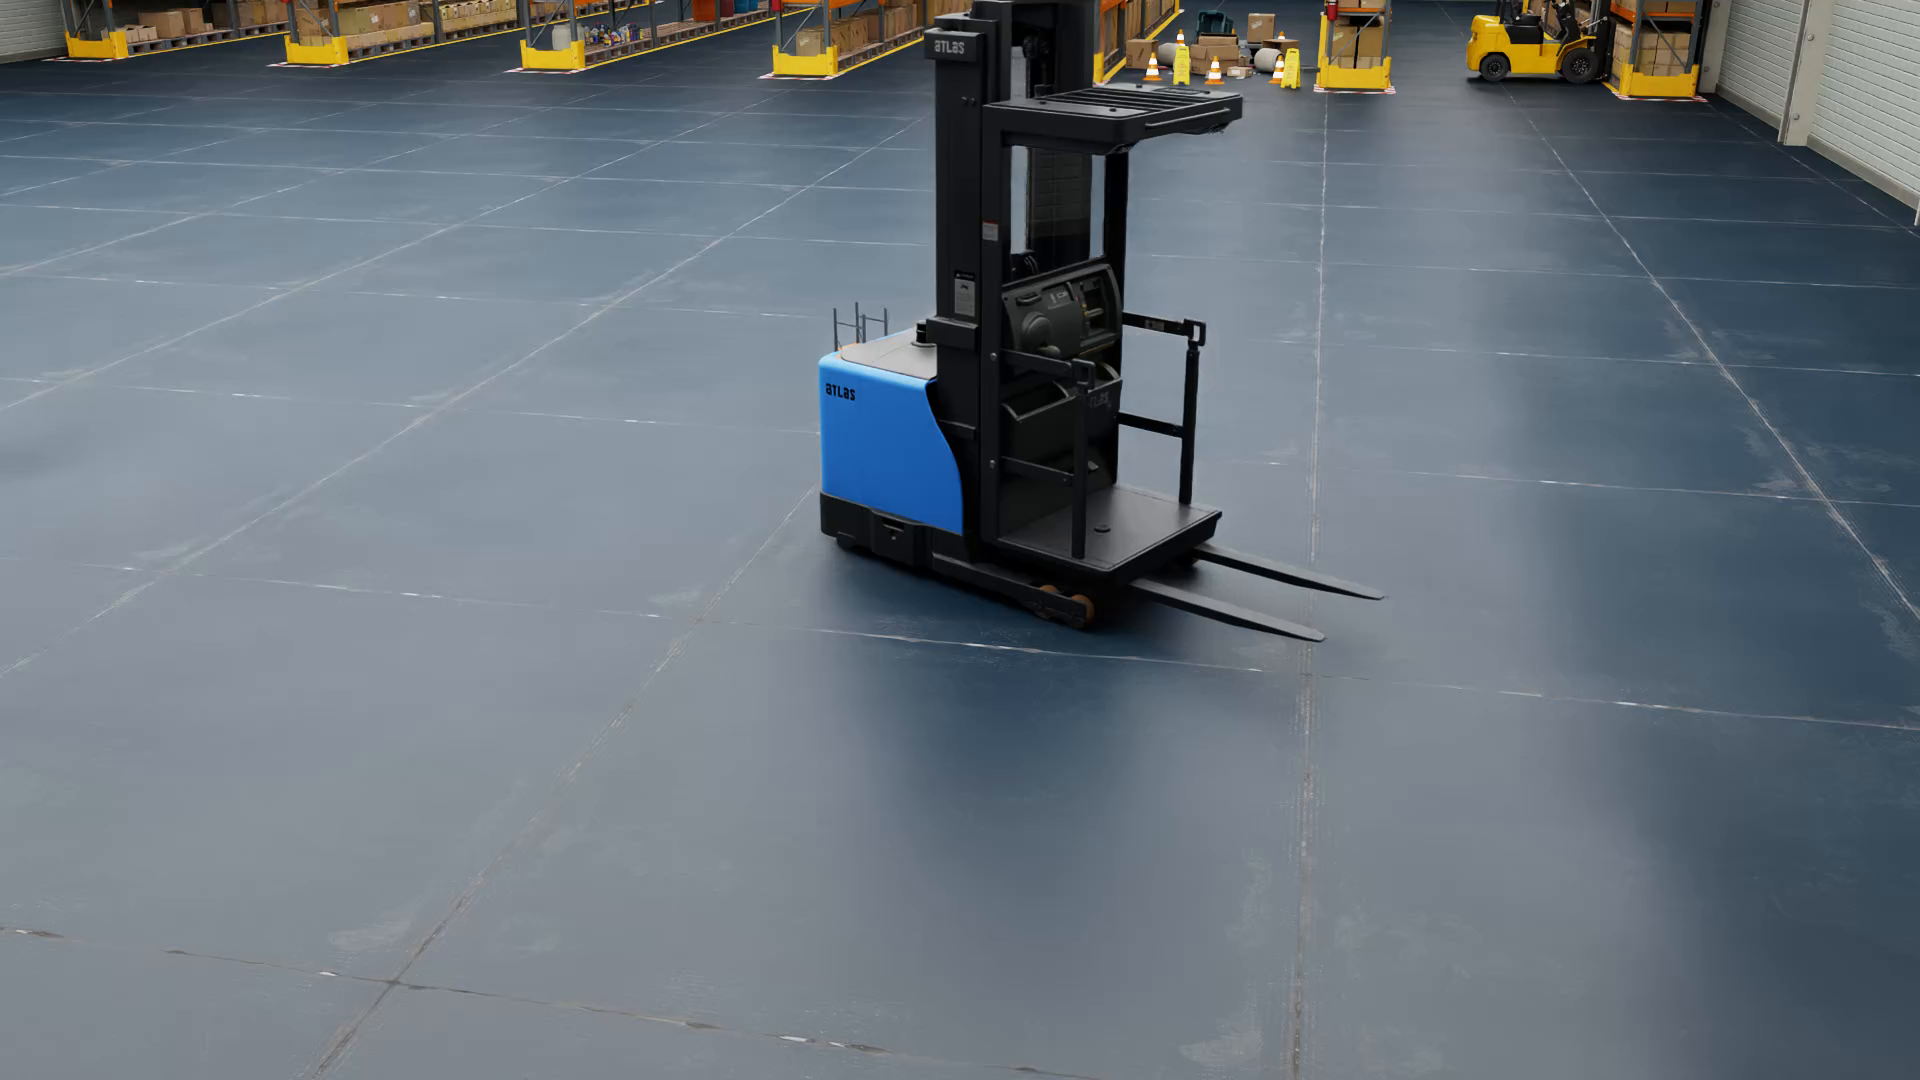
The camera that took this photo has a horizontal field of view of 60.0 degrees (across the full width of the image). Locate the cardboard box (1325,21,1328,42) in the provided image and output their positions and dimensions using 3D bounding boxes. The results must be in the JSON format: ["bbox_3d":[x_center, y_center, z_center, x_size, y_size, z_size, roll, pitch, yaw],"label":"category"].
[{"bbox_3d":[7.261,-9.782,31.742,0.500,0.500,0.500,6,23,13],"label":"cardboard box"}]

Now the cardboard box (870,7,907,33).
[{"bbox_3d":[-1.567,-11.315,36.190,0.700,0.500,0.500,6,23,15],"label":"cardboard box"}]

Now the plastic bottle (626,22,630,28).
[{"bbox_3d":[-6.895,-10.572,34.546,0.144,0.351,0.185,4,22,11],"label":"plastic bottle"}]

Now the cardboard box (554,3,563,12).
[{"bbox_3d":[-10.254,-13.441,41.468,0.500,0.500,0.500,4,22,9],"label":"cardboard box"}]

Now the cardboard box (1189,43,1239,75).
[{"bbox_3d":[4.709,-8.925,30.840,0.797,0.503,0.637,-11,25,-26],"label":"cardboard box"}]

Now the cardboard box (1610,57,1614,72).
[{"bbox_3d":[11.697,-8.349,29.187,0.500,0.250,0.500,5,22,11],"label":"cardboard box"}]

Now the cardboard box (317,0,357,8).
[{"bbox_3d":[-15.509,-13.518,41.219,0.750,0.750,0.750,4,22,10],"label":"cardboard box"}]

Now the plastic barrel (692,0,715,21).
[{"bbox_3d":[-6.006,-12.675,39.152,0.600,0.830,0.708,4,22,11],"label":"plastic barrel"}]

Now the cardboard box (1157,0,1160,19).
[{"bbox_3d":[4.507,-12.722,39.710,0.500,0.500,0.500,4,22,10],"label":"cardboard box"}]

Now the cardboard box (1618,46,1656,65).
[{"bbox_3d":[11.482,-8.223,28.206,0.500,0.250,0.500,4,22,10],"label":"cardboard box"}]

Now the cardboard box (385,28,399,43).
[{"bbox_3d":[-11.935,-10.406,34.296,0.500,0.250,0.500,4,22,11],"label":"cardboard box"}]

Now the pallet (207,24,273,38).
[{"bbox_3d":[-16.446,-11.590,37.848,1.003,0.211,1.213,4,22,11],"label":"pallet"}]

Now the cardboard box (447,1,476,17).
[{"bbox_3d":[-11.213,-11.906,37.268,0.500,0.311,0.500,4,22,9],"label":"cardboard box"}]

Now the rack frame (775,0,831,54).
[{"bbox_3d":[-2.872,-10.003,30.175,1.000,3.000,0.127,4,22,11],"label":"rack frame"}]

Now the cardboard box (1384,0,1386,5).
[{"bbox_3d":[7.272,-9.424,29.073,0.380,0.149,0.250,4,22,9],"label":"cardboard box"}]

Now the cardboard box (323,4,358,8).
[{"bbox_3d":[-12.562,-10.612,33.803,0.500,0.500,0.500,4,22,11],"label":"cardboard box"}]

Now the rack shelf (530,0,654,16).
[{"bbox_3d":[-7.313,-10.778,33.063,1.077,0.370,4.000,4,22,11],"label":"rack shelf"}]

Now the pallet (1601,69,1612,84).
[{"bbox_3d":[12.055,-8.305,29.691,1.003,0.211,1.213,4,22,11],"label":"pallet"}]

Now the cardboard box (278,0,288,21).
[{"bbox_3d":[-16.176,-12.475,39.071,0.700,0.500,0.500,4,22,11],"label":"cardboard box"}]

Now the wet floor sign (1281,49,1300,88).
[{"bbox_3d":[5.743,-8.167,28.769,0.267,0.644,0.232,13,25,29],"label":"wet floor sign"}]

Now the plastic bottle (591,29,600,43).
[{"bbox_3d":[-7.451,-10.294,33.955,0.152,0.276,0.135,4,22,11],"label":"plastic bottle"}]

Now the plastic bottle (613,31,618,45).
[{"bbox_3d":[-6.956,-10.120,33.530,0.097,0.271,0.097,0,22,0],"label":"plastic bottle"}]

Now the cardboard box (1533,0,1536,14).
[{"bbox_3d":[14.524,-13.231,40.975,0.700,0.500,0.500,5,23,13],"label":"cardboard box"}]

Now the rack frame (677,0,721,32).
[{"bbox_3d":[-6.089,-13.306,38.377,1.000,3.000,0.127,4,22,11],"label":"rack frame"}]

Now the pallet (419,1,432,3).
[{"bbox_3d":[-14.739,-14.503,45.082,1.003,0.211,1.213,4,22,11],"label":"pallet"}]

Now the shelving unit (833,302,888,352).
[{"bbox_3d":[-0.562,-0.754,9.617,0.258,1.200,0.189,16,27,36],"label":"shelving unit"}]

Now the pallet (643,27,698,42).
[{"bbox_3d":[-6.536,-11.287,37.098,1.003,0.211,1.213,4,22,11],"label":"pallet"}]

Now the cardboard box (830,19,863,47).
[{"bbox_3d":[-2.286,-10.148,33.319,0.500,0.500,0.500,12,25,28],"label":"cardboard box"}]

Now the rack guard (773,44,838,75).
[{"bbox_3d":[-2.857,-8.871,30.711,1.175,0.500,0.348,4,22,11],"label":"rack guard"}]

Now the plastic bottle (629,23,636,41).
[{"bbox_3d":[-6.793,-10.491,34.344,0.144,0.351,0.185,3,22,8],"label":"plastic bottle"}]

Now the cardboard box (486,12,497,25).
[{"bbox_3d":[-11.013,-12.021,38.305,0.500,0.250,0.500,5,22,12],"label":"cardboard box"}]

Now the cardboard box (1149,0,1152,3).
[{"bbox_3d":[4.076,-12.316,37.699,0.500,0.250,0.500,4,22,10],"label":"cardboard box"}]

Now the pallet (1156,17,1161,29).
[{"bbox_3d":[4.254,-12.398,39.855,1.003,0.211,1.213,4,22,11],"label":"pallet"}]

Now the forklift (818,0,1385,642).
[{"bbox_3d":[0.684,-1.142,8.267,3.031,2.935,1.130,17,27,36],"label":"forklift"}]

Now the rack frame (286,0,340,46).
[{"bbox_3d":[-12.569,-10.759,32.054,1.000,3.000,0.127,4,22,11],"label":"rack frame"}]

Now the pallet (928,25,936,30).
[{"bbox_3d":[-1.005,-11.918,38.662,1.003,0.211,1.213,4,22,11],"label":"pallet"}]

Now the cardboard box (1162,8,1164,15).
[{"bbox_3d":[4.800,-12.957,40.766,0.380,0.149,0.250,3,22,9],"label":"cardboard box"}]

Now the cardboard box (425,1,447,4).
[{"bbox_3d":[-11.747,-11.945,37.365,0.500,0.311,0.500,4,22,11],"label":"cardboard box"}]

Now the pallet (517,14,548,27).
[{"bbox_3d":[-10.748,-12.662,40.510,1.003,0.211,1.213,4,22,11],"label":"pallet"}]

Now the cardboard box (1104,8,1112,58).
[{"bbox_3d":[2.402,-9.705,31.718,0.875,0.875,0.875,5,22,11],"label":"cardboard box"}]

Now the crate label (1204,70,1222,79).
[{"bbox_3d":[4.598,-8.428,30.096,0.250,0.136,0.298,-7,23,-17],"label":"crate label"}]

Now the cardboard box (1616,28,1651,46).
[{"bbox_3d":[11.576,-8.633,28.554,0.500,0.250,0.500,5,22,12],"label":"cardboard box"}]

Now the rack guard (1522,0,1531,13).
[{"bbox_3d":[14.938,-13.535,42.291,1.175,0.500,0.348,4,22,11],"label":"rack guard"}]

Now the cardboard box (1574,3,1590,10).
[{"bbox_3d":[13.174,-11.332,35.392,0.380,0.149,0.250,3,22,8],"label":"cardboard box"}]

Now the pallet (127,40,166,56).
[{"bbox_3d":[-17.204,-10.164,34.309,1.003,0.211,1.213,4,22,11],"label":"pallet"}]

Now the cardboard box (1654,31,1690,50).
[{"bbox_3d":[11.973,-8.415,28.012,0.500,0.250,0.500,4,22,10],"label":"cardboard box"}]

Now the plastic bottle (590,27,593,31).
[{"bbox_3d":[-7.589,-10.398,34.202,0.061,0.283,0.133,5,23,13],"label":"plastic bottle"}]

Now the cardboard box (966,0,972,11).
[{"bbox_3d":[-0.211,-13.836,41.975,0.875,0.875,0.875,4,22,11],"label":"cardboard box"}]

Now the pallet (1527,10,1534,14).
[{"bbox_3d":[14.777,-13.109,41.620,1.003,0.211,1.213,4,22,11],"label":"pallet"}]

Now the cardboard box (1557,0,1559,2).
[{"bbox_3d":[13.782,-12.282,37.751,0.380,0.149,0.250,3,22,8],"label":"cardboard box"}]

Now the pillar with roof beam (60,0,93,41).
[{"bbox_3d":[-13.909,-13.912,31.852,9.100,9.000,0.400,4,22,11],"label":"pillar with roof beam"}]

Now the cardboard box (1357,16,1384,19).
[{"bbox_3d":[7.685,-9.554,31.177,0.500,0.500,0.500,5,22,12],"label":"cardboard box"}]

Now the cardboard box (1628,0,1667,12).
[{"bbox_3d":[11.532,-9.117,27.841,0.500,0.500,0.500,4,22,10],"label":"cardboard box"}]
